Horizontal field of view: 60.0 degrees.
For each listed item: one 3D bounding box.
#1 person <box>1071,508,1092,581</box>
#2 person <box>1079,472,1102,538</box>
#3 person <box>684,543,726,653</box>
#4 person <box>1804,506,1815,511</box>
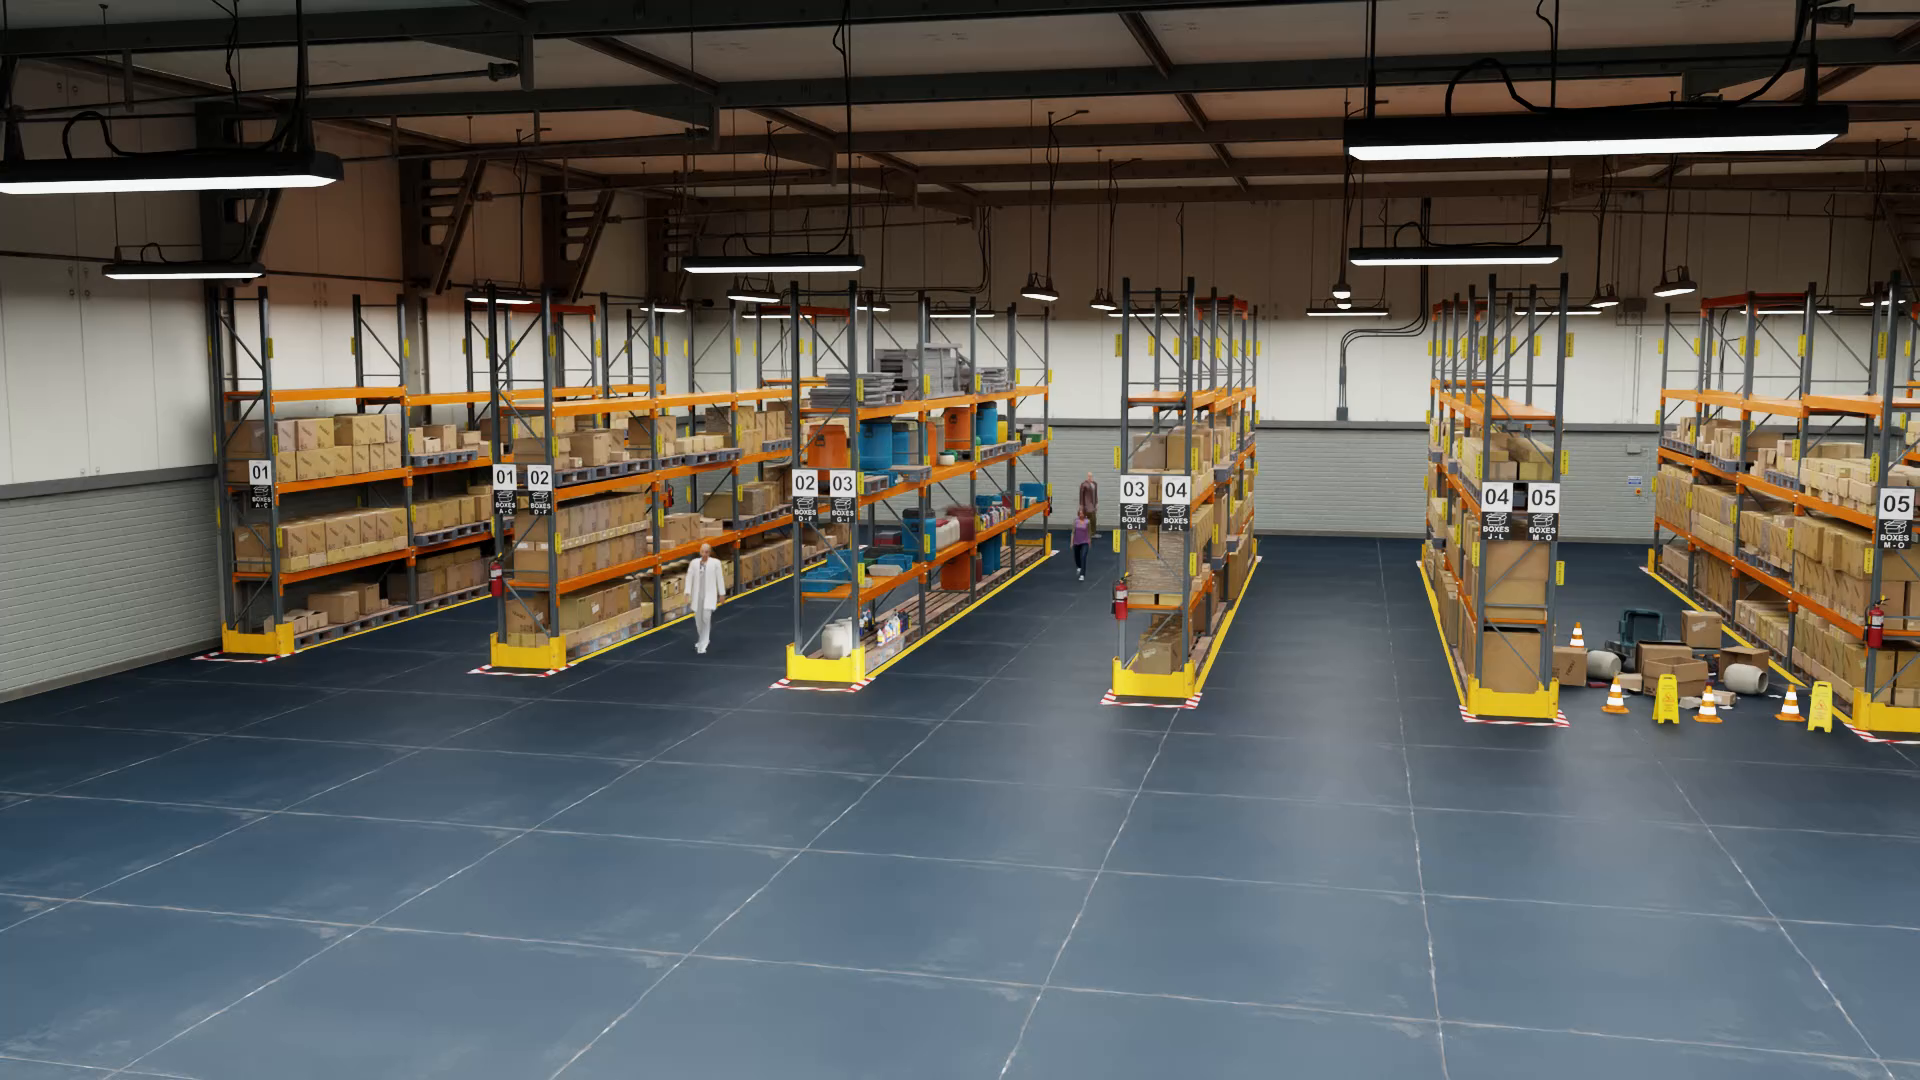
[{"bbox_3d":[2.647,0.062,36.144,0.437,1.550,0.893,1,7,12],"label":"person"},{"bbox_3d":[3.392,-0.942,44.076,0.958,1.749,0.539,5,8,35],"label":"person"},{"bbox_3d":[-4.263,0.982,27.689,0.648,1.855,0.691,1,7,12],"label":"person"},{"bbox_3d":[17.921,0.097,35.064,0.553,1.759,0.486,-2,7,-20],"label":"person"}]
